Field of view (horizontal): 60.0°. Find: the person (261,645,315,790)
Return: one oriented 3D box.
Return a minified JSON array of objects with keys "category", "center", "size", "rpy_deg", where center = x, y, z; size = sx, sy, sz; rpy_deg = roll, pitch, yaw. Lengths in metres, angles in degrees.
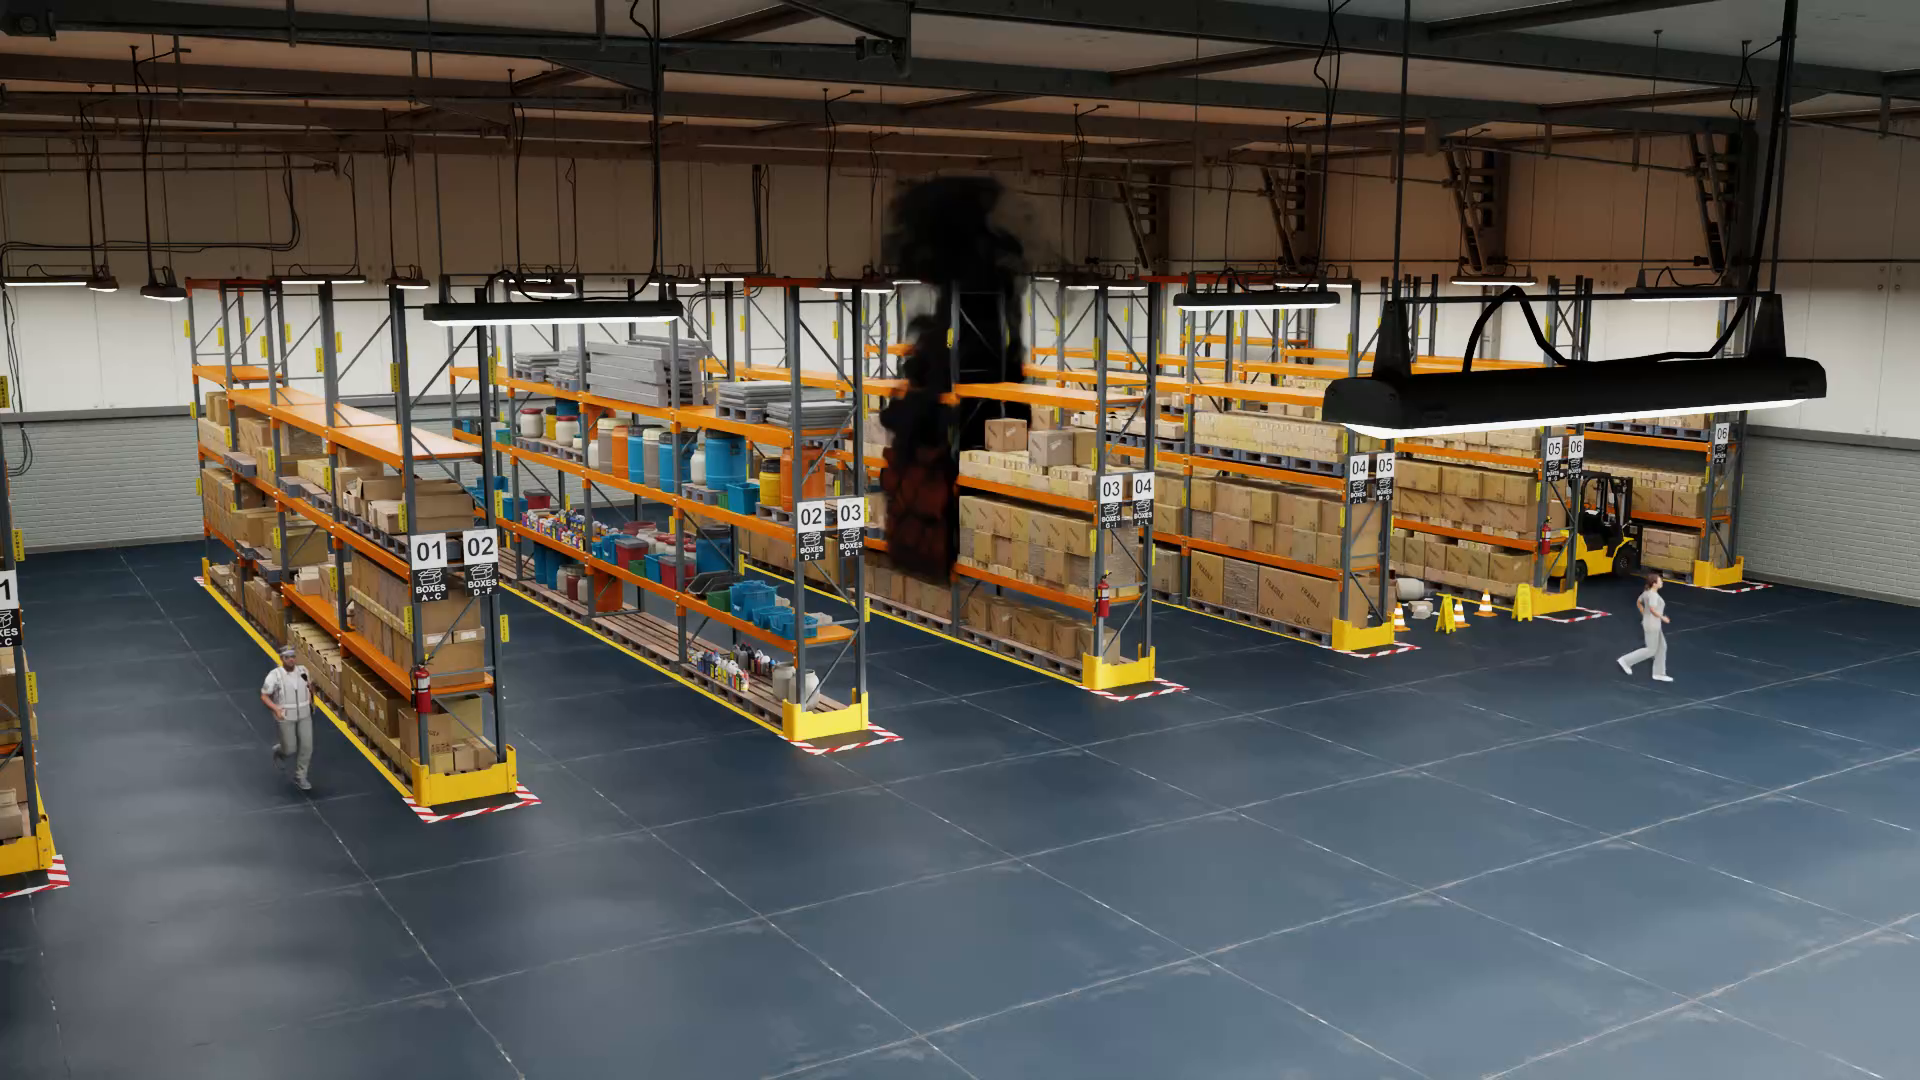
[{"category":"person","center":[-8.124,2.119,20.218],"size":[0.663,1.757,0.752],"rpy_deg":[-9,13,-42]}]

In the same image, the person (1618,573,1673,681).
[{"category":"person","center":[10.438,1.322,25.231],"size":[0.823,1.658,0.572],"rpy_deg":[2,10,12]}]

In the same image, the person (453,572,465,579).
[{"category":"person","center":[-8.473,0.774,28.408],"size":[0.564,1.656,0.933],"rpy_deg":[-8,13,-41]}]
